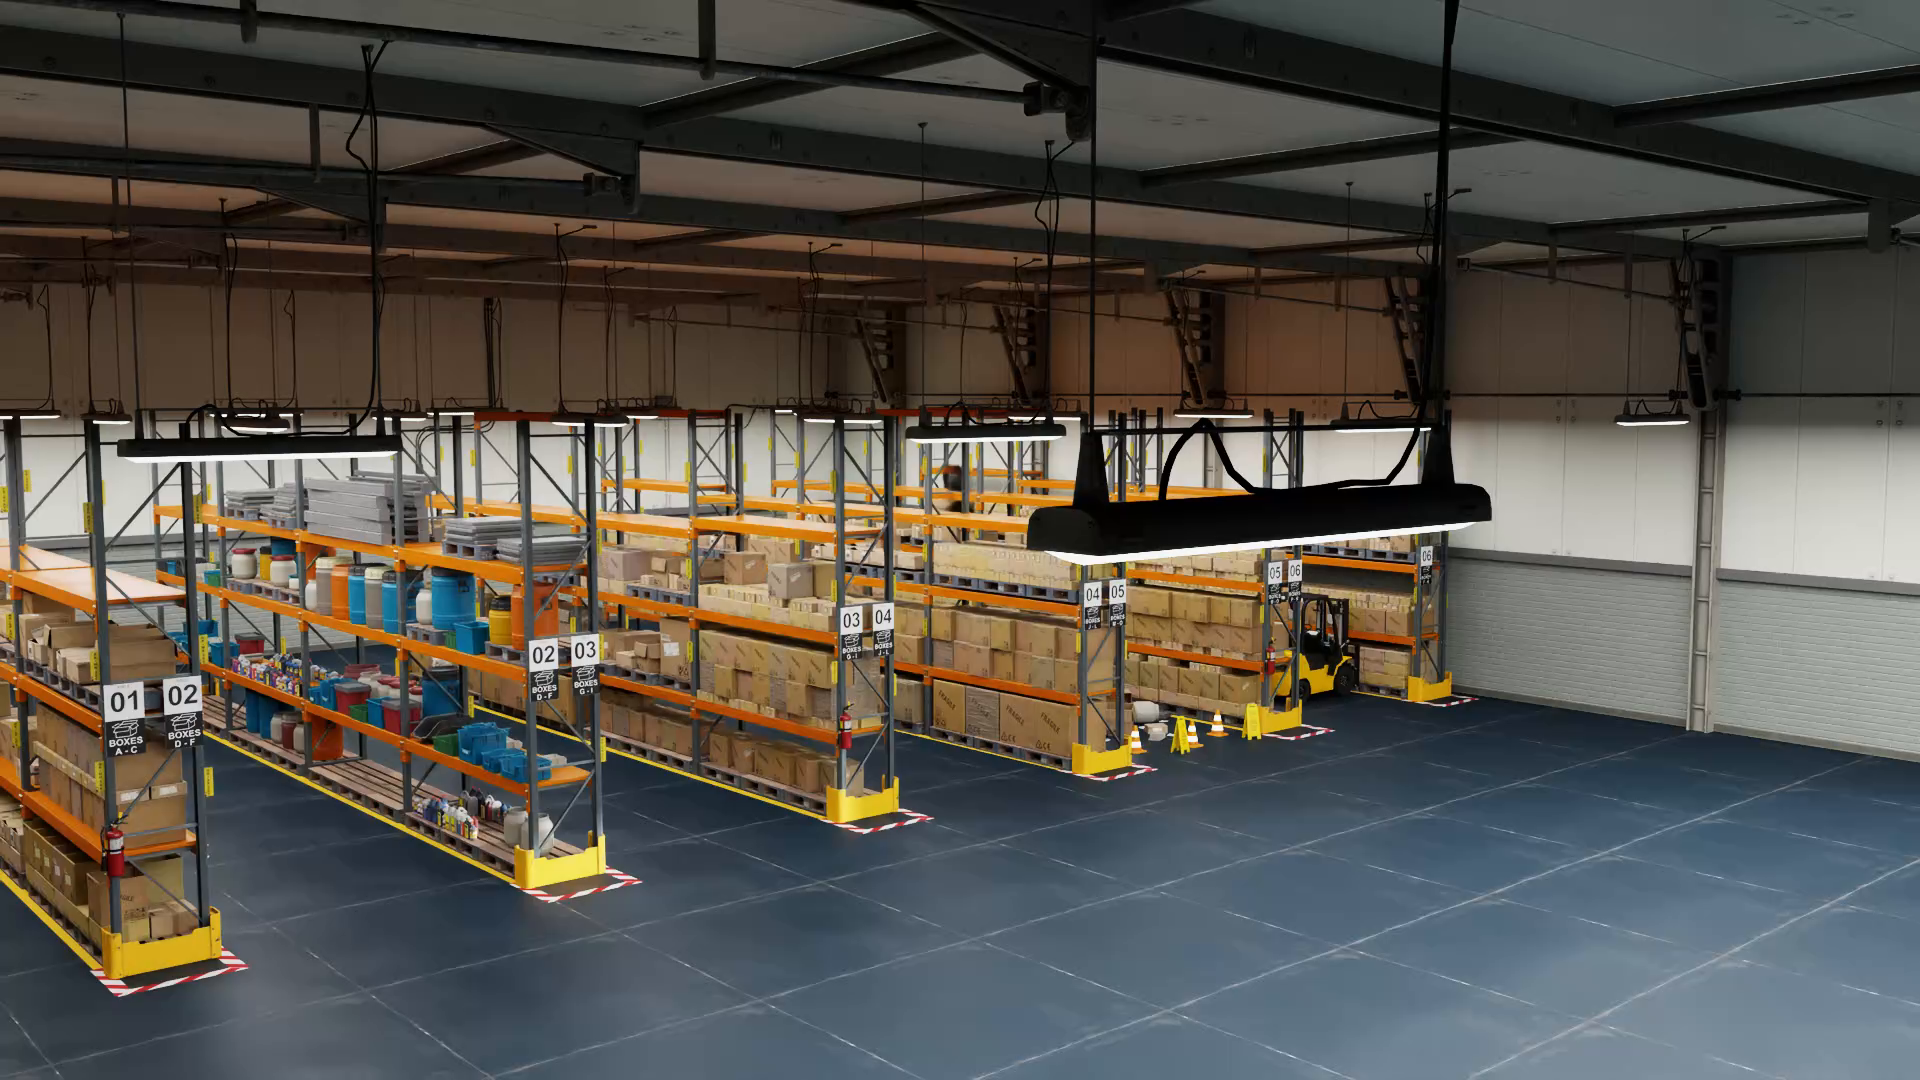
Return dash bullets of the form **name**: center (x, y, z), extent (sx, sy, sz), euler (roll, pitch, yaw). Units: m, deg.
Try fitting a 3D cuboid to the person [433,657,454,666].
- **person**: center (-10.067, 2.691, 32.476), extent (0.821, 1.576, 0.584), euler (3, 6, 35)
